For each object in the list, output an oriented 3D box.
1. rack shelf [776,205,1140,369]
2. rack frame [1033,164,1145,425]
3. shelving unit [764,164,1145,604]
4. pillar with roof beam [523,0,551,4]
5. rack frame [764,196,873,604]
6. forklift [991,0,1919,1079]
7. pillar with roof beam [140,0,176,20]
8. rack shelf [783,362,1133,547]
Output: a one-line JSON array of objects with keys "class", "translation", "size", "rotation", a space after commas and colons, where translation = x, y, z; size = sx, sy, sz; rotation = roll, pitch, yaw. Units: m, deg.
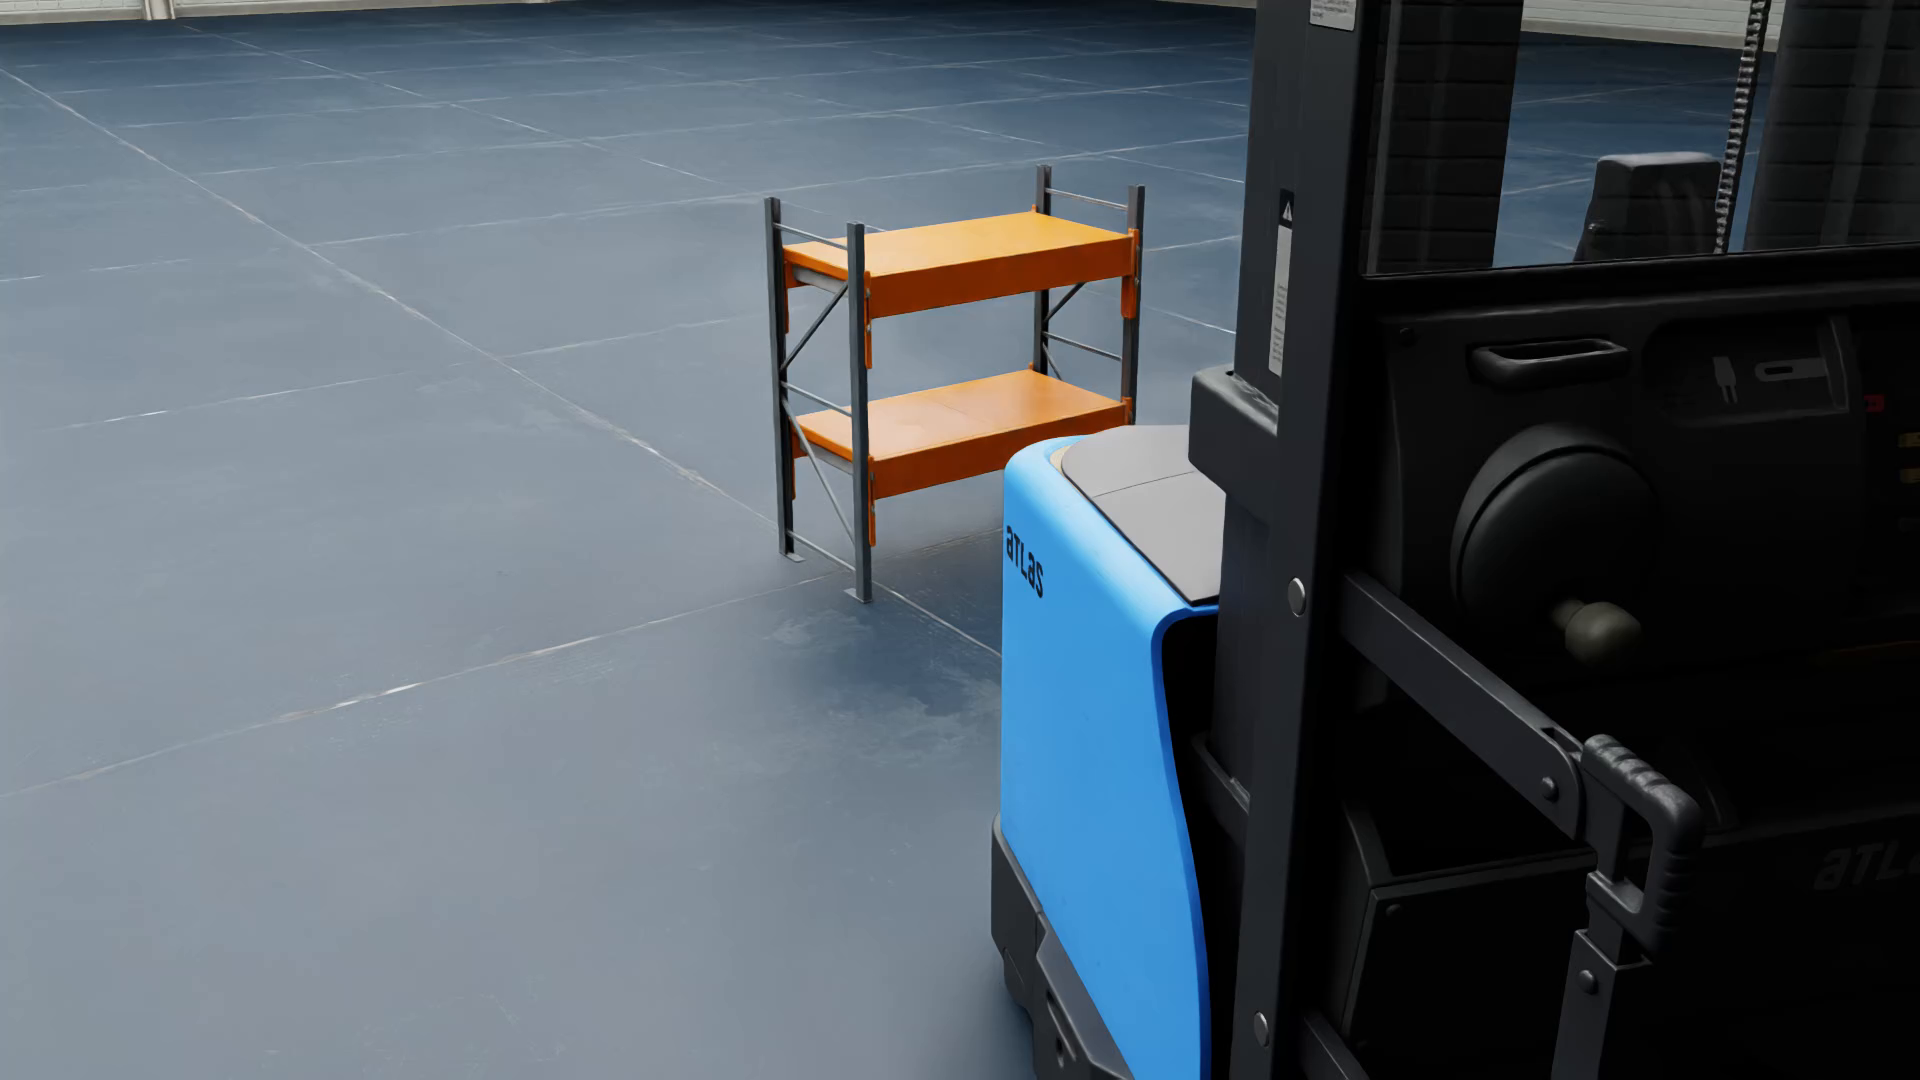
[{"class": "rack shelf", "translation": [-0.005, -0.793, 5.076], "size": [1.000, 0.278, 0.538], "rotation": [-15, 26, -33]}, {"class": "rack frame", "translation": [0.407, -0.631, 5.460], "size": [0.032, 1.125, 0.500], "rotation": [-15, 26, -33]}, {"class": "shelving unit", "translation": [-0.005, -0.521, 5.184], "size": [1.048, 1.125, 0.538], "rotation": [-15, 26, -33]}, {"class": "pillar with roof beam", "translation": [-4.715, -12.059, 23.474], "size": [0.400, 9.000, 9.100], "rotation": [-15, 26, -33]}, {"class": "rack frame", "translation": [-0.418, -0.411, 4.908], "size": [0.032, 1.125, 0.500], "rotation": [-15, 26, -33]}, {"class": "forklift", "translation": [0.934, -0.061, 1.595], "size": [1.130, 2.935, 3.031], "rotation": [-6, 22, -14]}, {"class": "pillar with roof beam", "translation": [-9.585, -10.760, 20.219], "size": [0.400, 9.000, 9.100], "rotation": [-15, 26, -33]}, {"class": "rack shelf", "translation": [-0.005, -0.294, 5.275], "size": [1.000, 0.278, 0.538], "rotation": [-15, 26, -33]}]
